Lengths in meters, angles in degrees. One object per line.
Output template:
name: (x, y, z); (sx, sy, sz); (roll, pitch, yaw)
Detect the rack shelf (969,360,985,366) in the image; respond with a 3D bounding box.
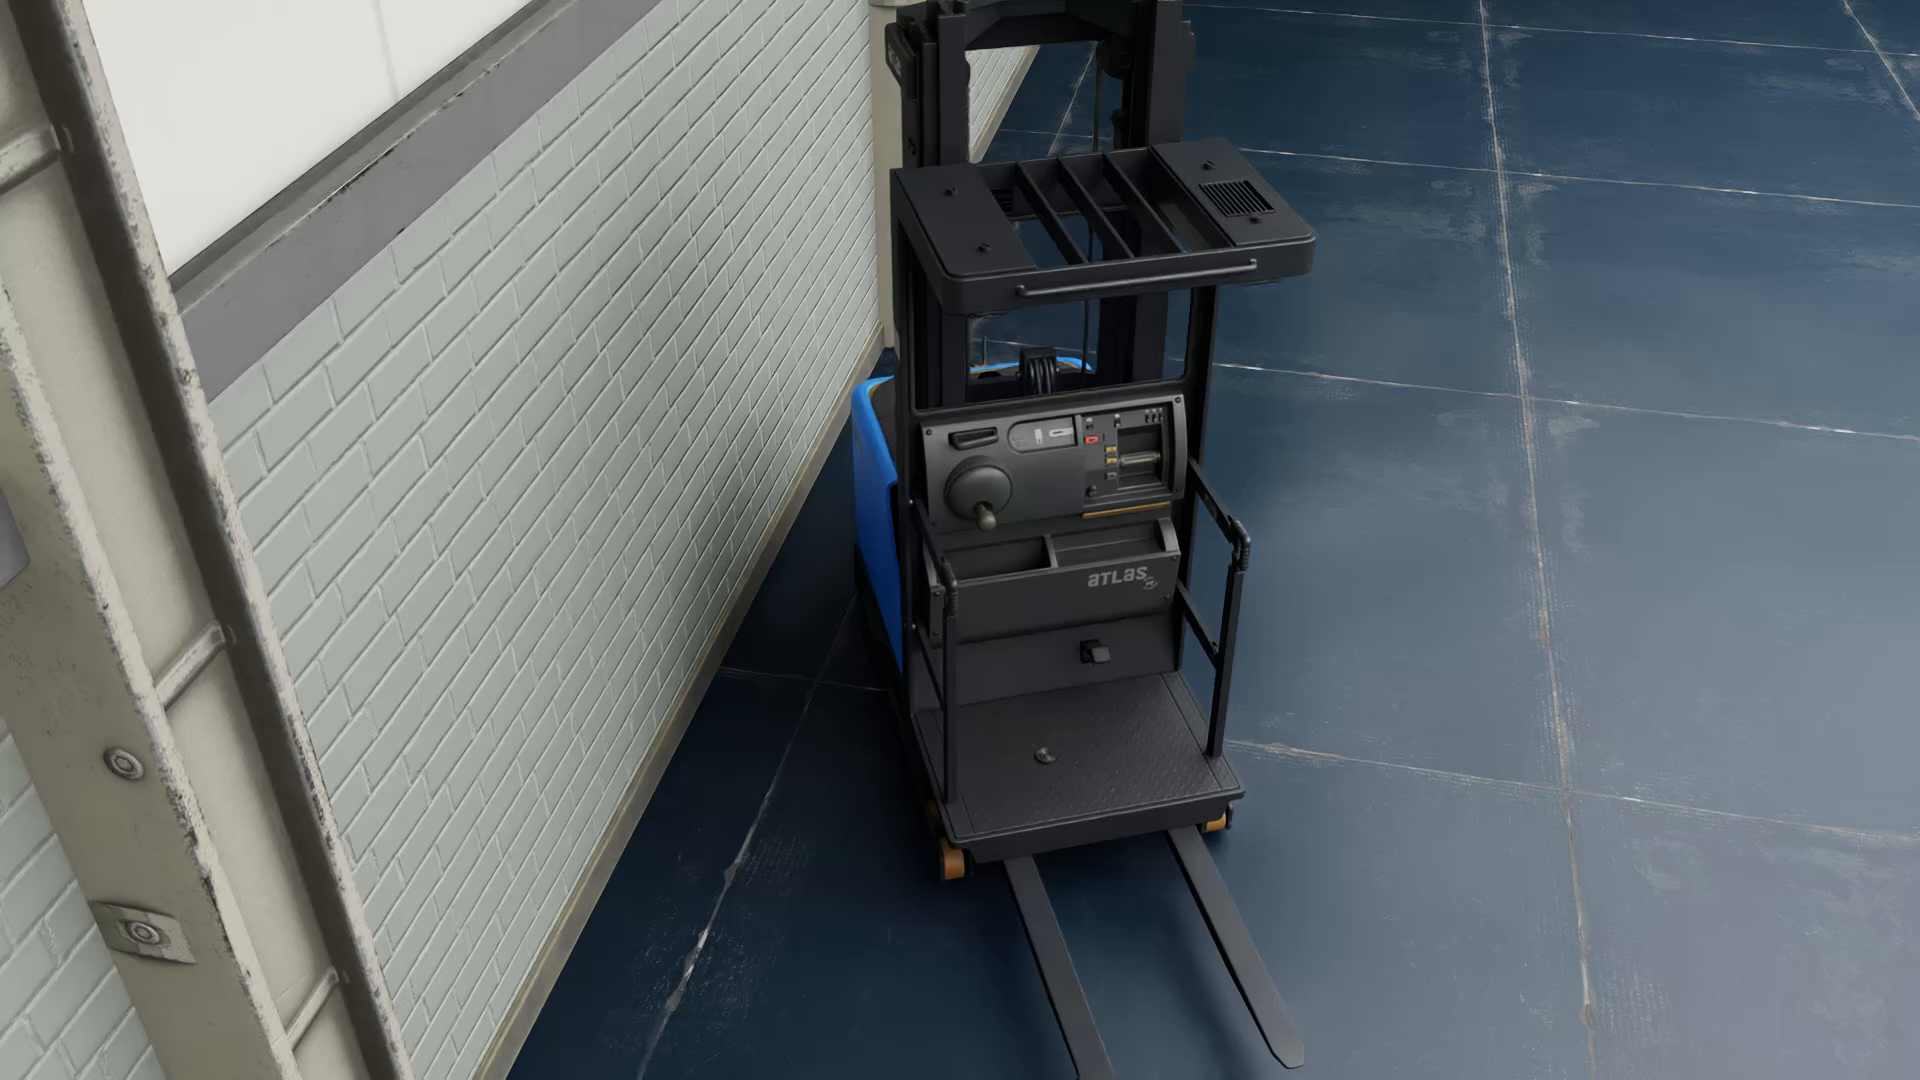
rack shelf: (-0.014, -0.621, 7.245); (0.215, 0.259, 0.240); (7, 37, 9)

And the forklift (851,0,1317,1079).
forklift: (0.383, -0.202, 5.531); (1.130, 2.935, 3.031); (-8, 37, -11)

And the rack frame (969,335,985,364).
rack frame: (0.007, -0.471, 7.503); (0.200, 1.050, 0.008); (7, 37, 9)

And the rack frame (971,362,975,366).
rack frame: (-0.039, -0.330, 7.309); (0.200, 1.050, 0.008); (7, 37, 9)

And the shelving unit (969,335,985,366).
shelving unit: (-0.016, -0.400, 7.406); (0.215, 1.050, 0.252); (7, 37, 9)

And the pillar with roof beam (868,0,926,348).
pillar with roof beam: (3.944, -4.275, 5.980); (9.100, 9.000, 0.400); (7, 37, 10)
